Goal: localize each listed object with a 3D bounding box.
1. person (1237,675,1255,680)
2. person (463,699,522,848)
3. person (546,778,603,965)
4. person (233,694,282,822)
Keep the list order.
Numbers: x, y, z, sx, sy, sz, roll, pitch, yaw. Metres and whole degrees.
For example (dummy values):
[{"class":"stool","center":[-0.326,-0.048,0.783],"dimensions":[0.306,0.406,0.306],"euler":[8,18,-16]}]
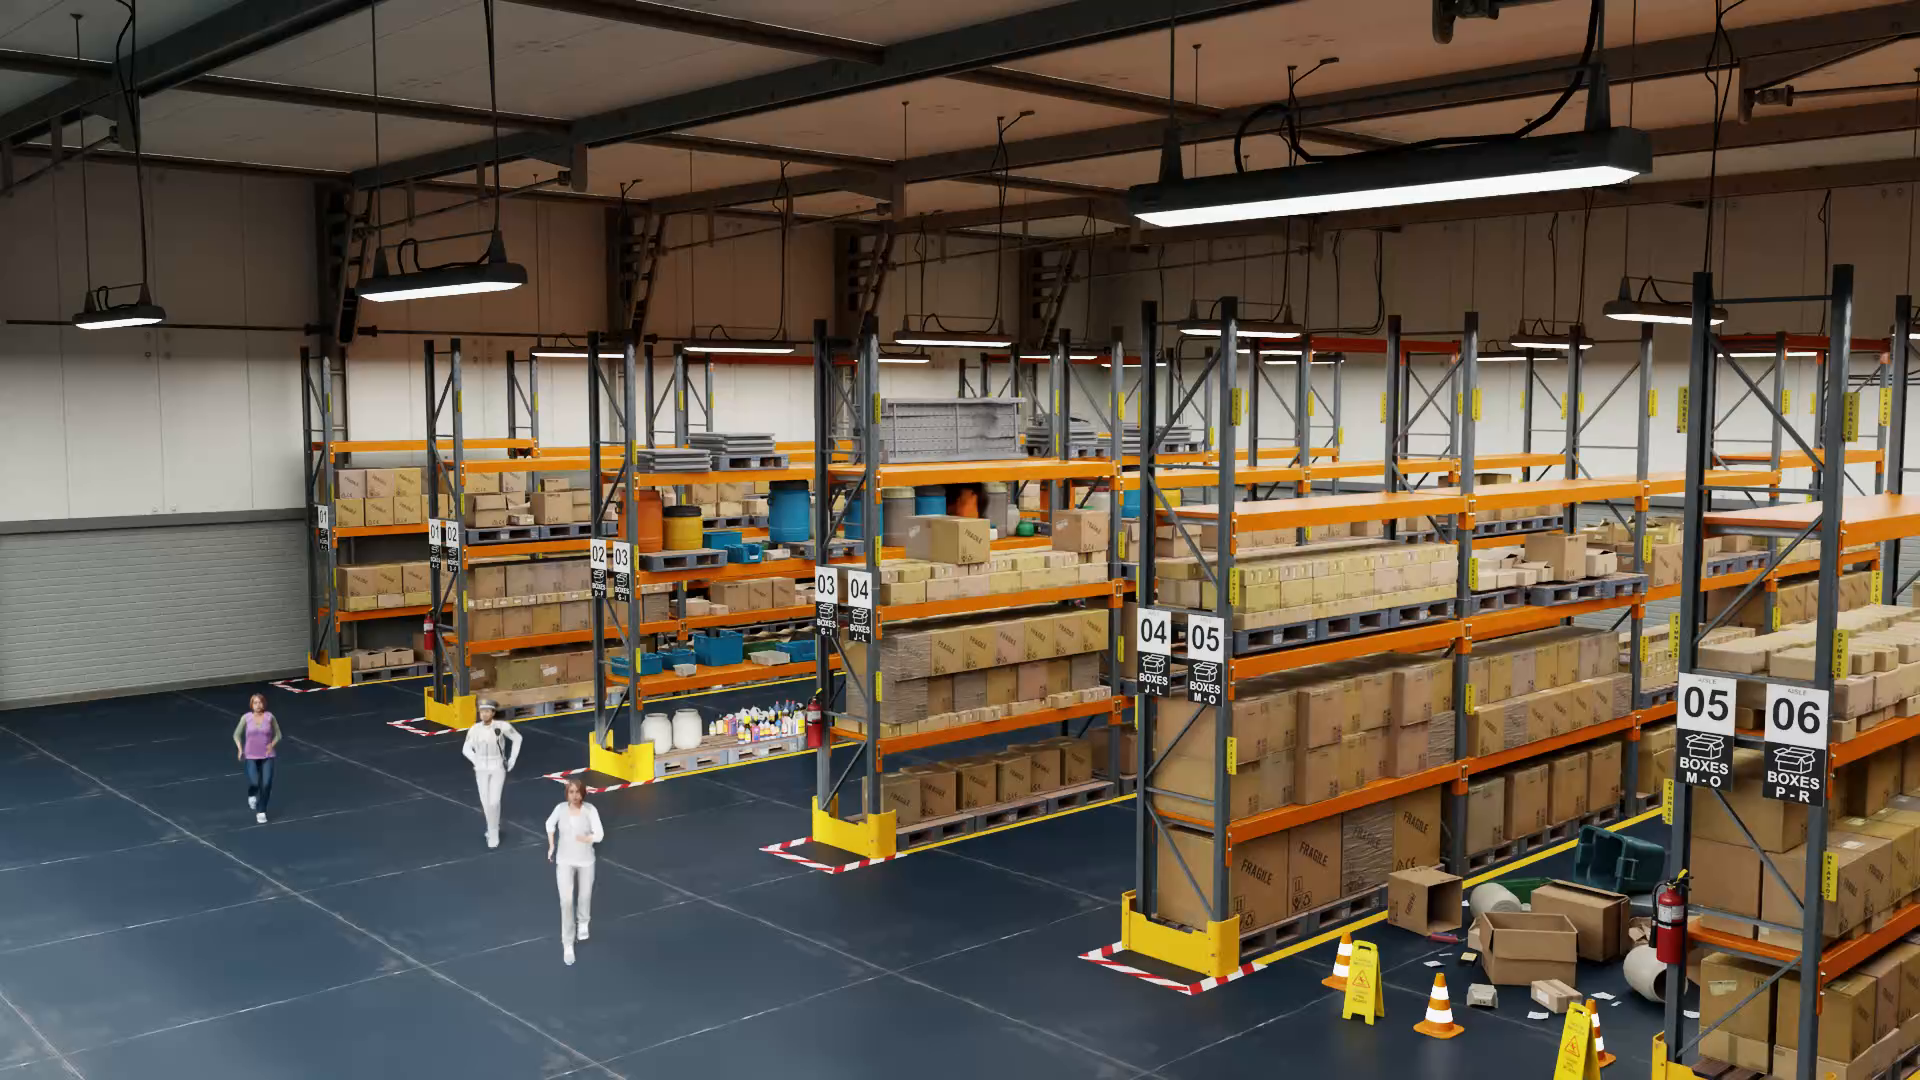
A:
[{"class":"person","center":[3.510,2.525,20.071],"dimensions":[0.615,1.850,0.775],"euler":[5,7,43]},{"class":"person","center":[-5.383,2.660,19.079],"dimensions":[0.616,1.716,0.683],"euler":[0,5,1]},{"class":"person","center":[-3.555,3.015,15.367],"dimensions":[0.510,1.627,0.741],"euler":[-1,5,-14]},{"class":"person","center":[-8.468,2.632,20.085],"dimensions":[0.535,1.559,0.545],"euler":[-2,6,-26]}]
